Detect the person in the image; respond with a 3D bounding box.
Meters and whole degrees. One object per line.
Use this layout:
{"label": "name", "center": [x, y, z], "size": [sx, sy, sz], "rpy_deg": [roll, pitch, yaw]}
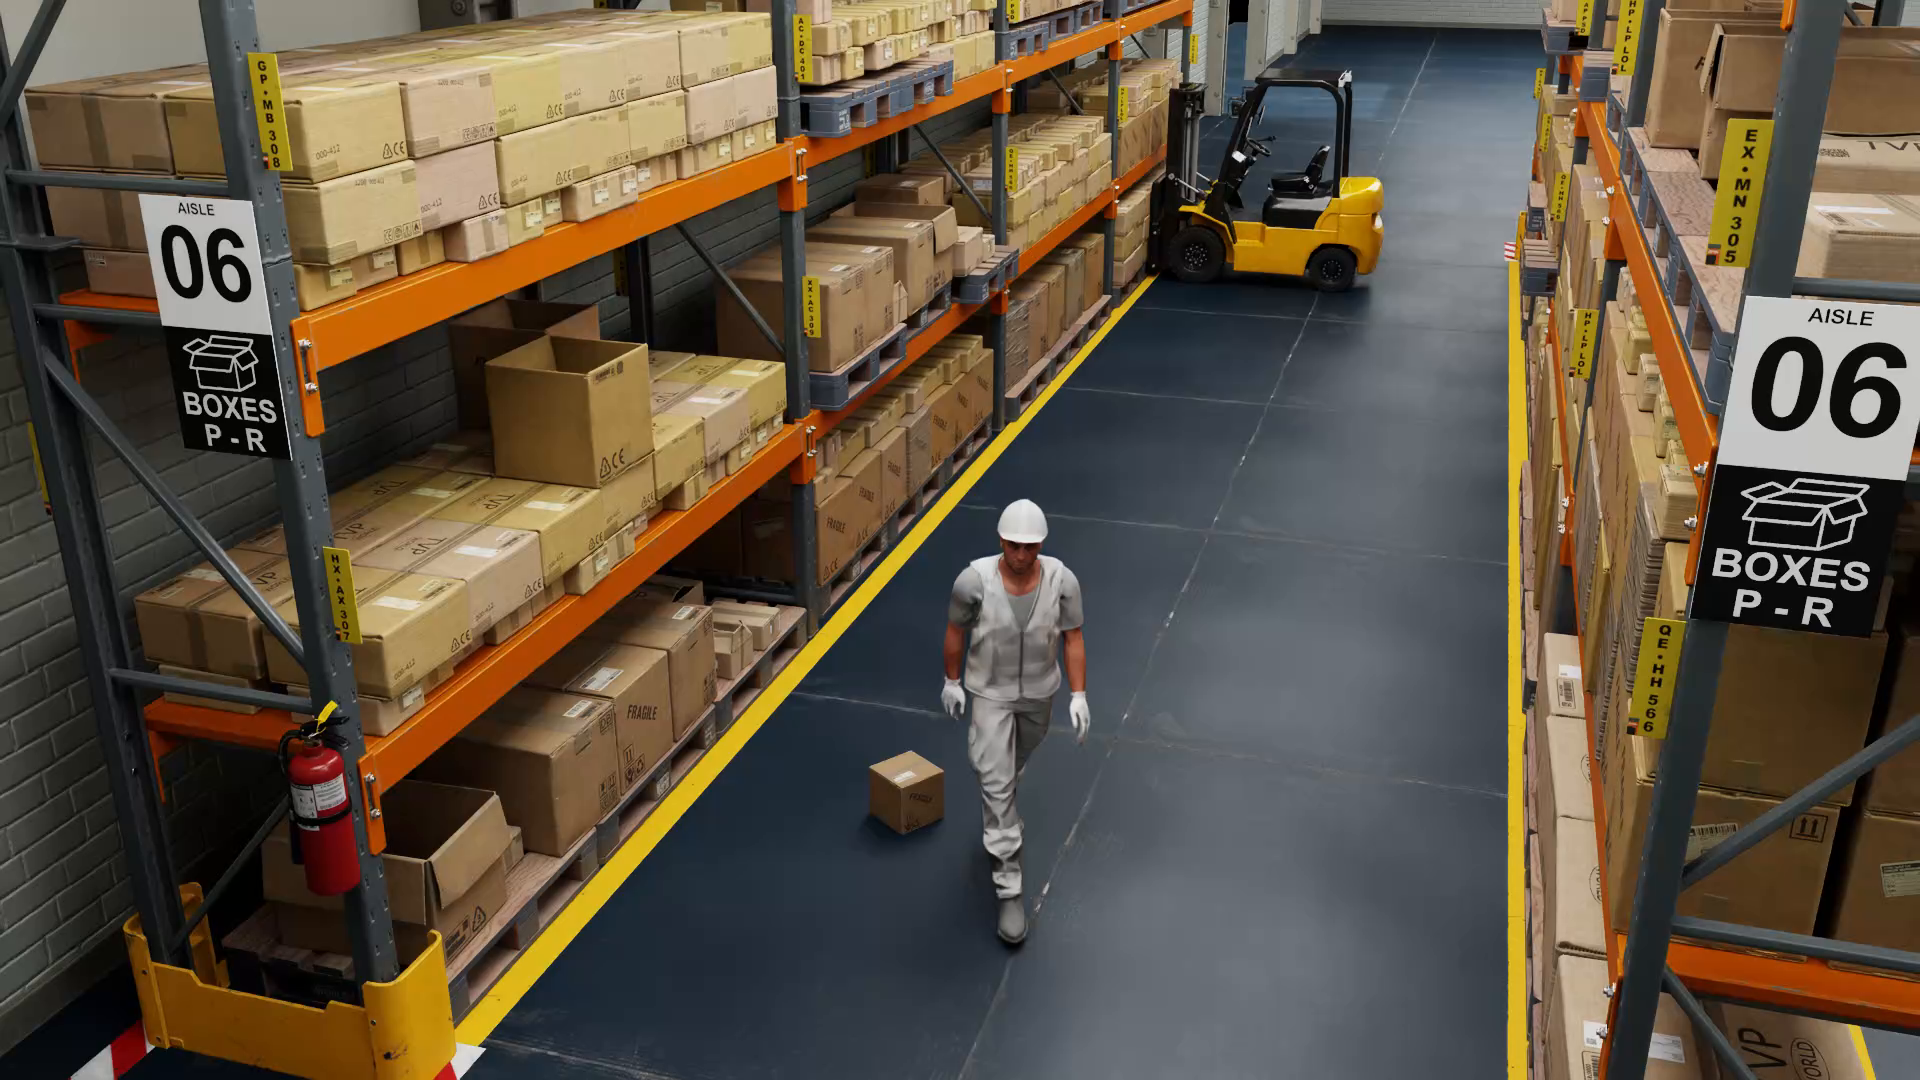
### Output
{"label": "person", "center": [0.234, 0.643, 6.923], "size": [0.561, 1.737, 1.033], "rpy_deg": [-6, 22, -14]}
